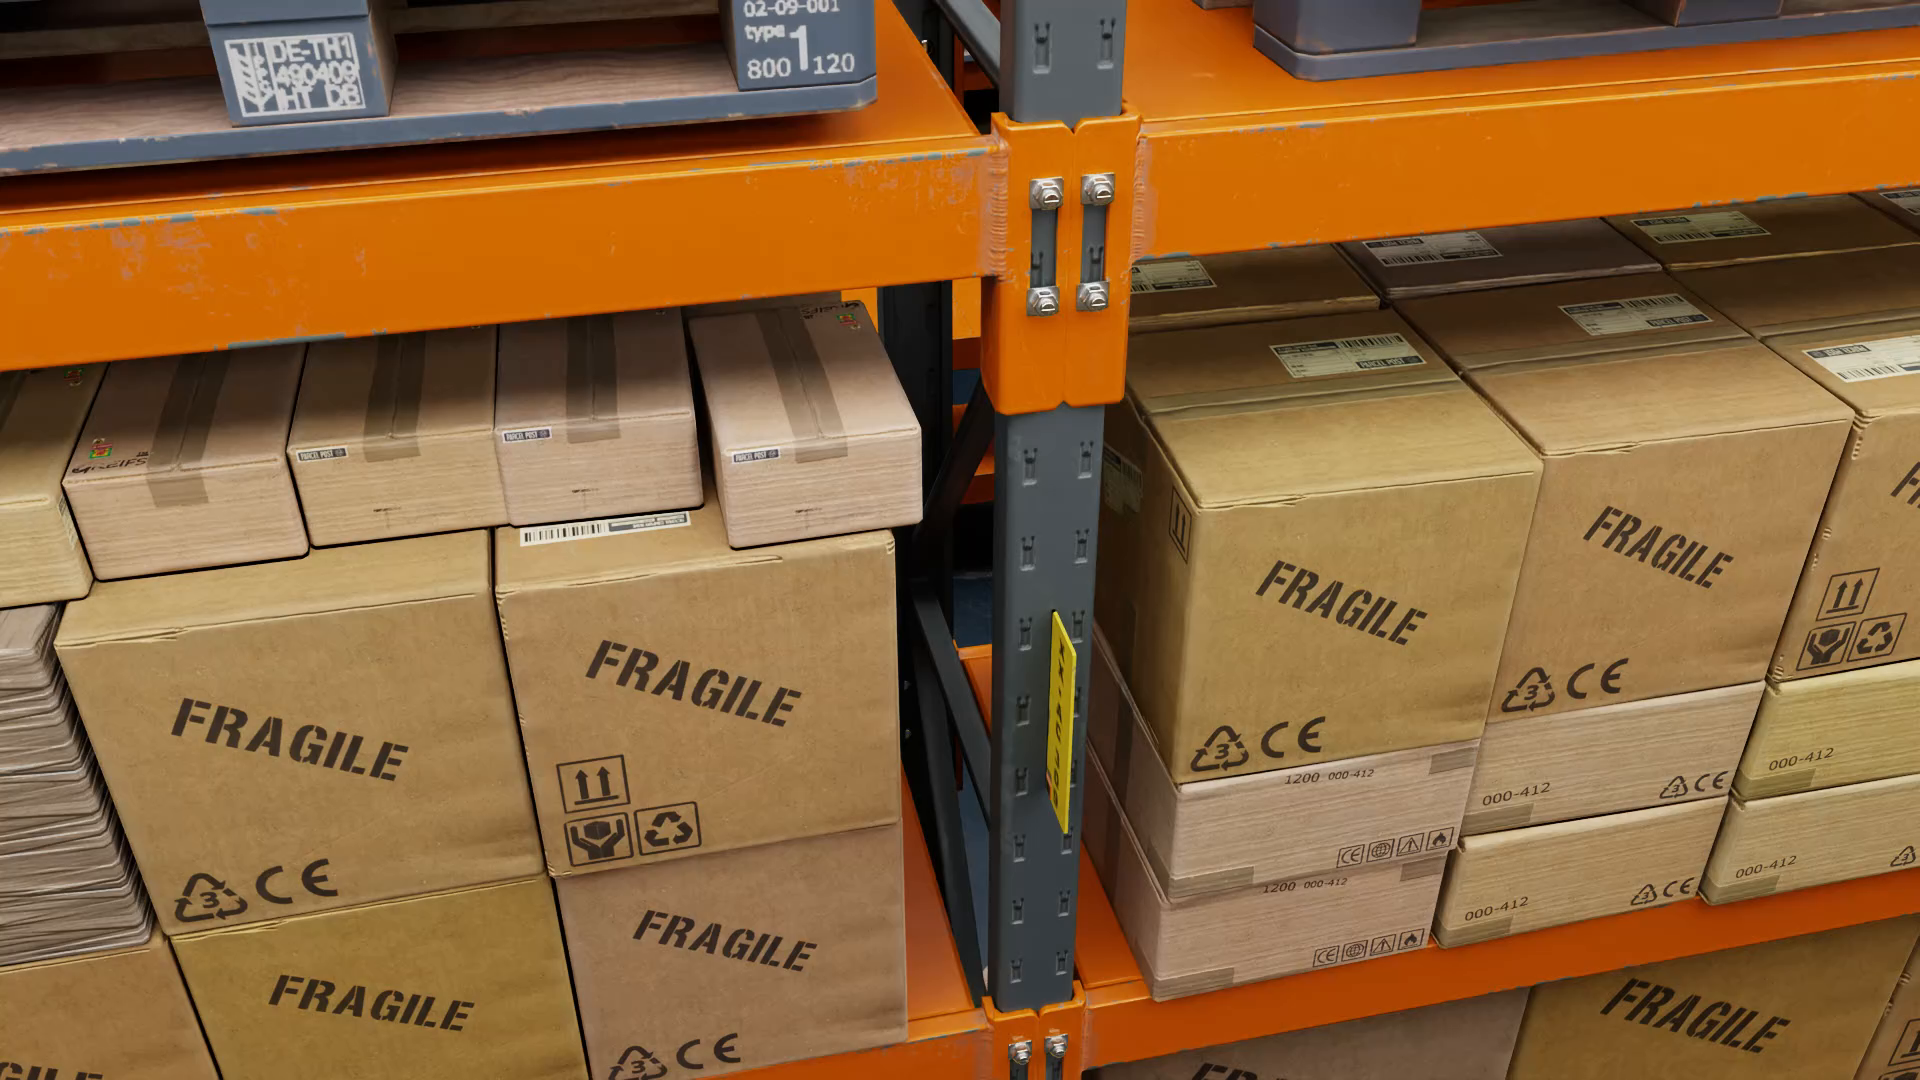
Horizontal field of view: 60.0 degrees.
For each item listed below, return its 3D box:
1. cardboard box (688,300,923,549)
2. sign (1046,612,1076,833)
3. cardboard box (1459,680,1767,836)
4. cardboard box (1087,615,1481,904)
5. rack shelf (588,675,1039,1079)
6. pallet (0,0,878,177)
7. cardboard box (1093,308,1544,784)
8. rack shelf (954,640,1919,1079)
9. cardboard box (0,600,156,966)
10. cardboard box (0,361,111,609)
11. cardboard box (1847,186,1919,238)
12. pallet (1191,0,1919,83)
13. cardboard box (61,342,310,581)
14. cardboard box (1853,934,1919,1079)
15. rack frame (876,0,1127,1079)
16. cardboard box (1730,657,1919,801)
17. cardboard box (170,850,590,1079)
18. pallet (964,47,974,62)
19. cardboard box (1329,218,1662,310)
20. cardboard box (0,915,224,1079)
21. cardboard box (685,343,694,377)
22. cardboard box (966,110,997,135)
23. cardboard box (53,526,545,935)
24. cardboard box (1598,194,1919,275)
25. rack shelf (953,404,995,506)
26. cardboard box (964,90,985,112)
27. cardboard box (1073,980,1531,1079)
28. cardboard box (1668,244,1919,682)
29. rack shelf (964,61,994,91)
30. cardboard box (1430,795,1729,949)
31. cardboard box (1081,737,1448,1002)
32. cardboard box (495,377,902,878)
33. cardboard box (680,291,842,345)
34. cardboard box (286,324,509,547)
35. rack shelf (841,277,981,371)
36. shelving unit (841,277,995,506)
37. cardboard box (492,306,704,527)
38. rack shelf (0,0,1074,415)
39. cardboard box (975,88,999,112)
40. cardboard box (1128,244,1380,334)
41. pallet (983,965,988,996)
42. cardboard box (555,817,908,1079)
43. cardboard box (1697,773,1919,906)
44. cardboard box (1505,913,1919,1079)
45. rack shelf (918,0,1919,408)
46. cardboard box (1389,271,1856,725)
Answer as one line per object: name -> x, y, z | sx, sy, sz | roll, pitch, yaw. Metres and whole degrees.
cardboard box -> -0.214, -0.165, 2.235 | 0.250, 0.149, 0.380 | -8, 35, -12
sign -> 0.140, 0.259, 2.324 | 0.005, 0.325, 0.100 | -7, 35, -11
cardboard box -> 1.010, 0.224, 2.910 | 0.500, 0.250, 0.500 | -7, 34, -10
cardboard box -> 0.508, 0.304, 2.792 | 0.500, 0.250, 0.500 | -8, 35, -12
rack shelf -> -1.934, 0.894, 2.871 | 4.000, 0.370, 1.077 | -7, 35, -11
pallet -> -0.784, -0.764, 2.084 | 1.213, 0.211, 1.003 | -7, 35, -11
cardboard box -> 0.509, -0.005, 2.578 | 0.500, 0.500, 0.500 | -7, 34, -10
rack shelf -> 1.967, 0.403, 3.604 | 4.000, 0.370, 1.077 | -7, 35, -11
cardboard box -> -1.374, 0.227, 2.233 | 0.500, 0.500, 0.500 | -7, 34, -10
cardboard box -> -1.219, -0.075, 2.101 | 0.250, 0.149, 0.380 | -7, 35, -11
cardboard box -> 1.900, -0.489, 3.300 | 0.500, 0.500, 0.500 | -7, 34, -10
pallet -> 0.900, -0.956, 2.462 | 1.217, 0.209, 0.805 | -9, 35, -12
cardboard box -> -0.983, -0.126, 2.176 | 0.250, 0.149, 0.380 | -7, 35, -11
cardboard box -> 2.355, 0.713, 4.025 | 0.875, 0.875, 0.875 | -7, 34, -10
rack frame -> 0.016, 0.350, 3.037 | 0.127, 3.000, 1.000 | -7, 35, -11
cardboard box -> 1.508, 0.177, 2.981 | 0.500, 0.250, 0.500 | -7, 34, -10
cardboard box -> -0.880, 0.570, 2.618 | 0.500, 0.500, 0.500 | -8, 35, -12
pallet -> -0.279, -2.307, 7.168 | 1.213, 0.211, 1.003 | -7, 35, -11
cardboard box -> 0.900, -0.366, 3.116 | 0.500, 0.500, 0.500 | -7, 34, -10
cardboard box -> -1.367, 0.640, 2.514 | 0.500, 0.500, 0.500 | -8, 35, -11
cardboard box -> -0.502, -0.180, 2.839 | 0.500, 0.500, 0.500 | -7, 34, -10
cardboard box -> 0.091, -1.808, 7.536 | 0.250, 0.149, 0.380 | -8, 35, -11
cardboard box -> -0.880, 0.159, 2.334 | 0.500, 0.500, 0.500 | -8, 35, -11
cardboard box -> 1.399, -0.418, 3.193 | 0.500, 0.500, 0.500 | -6, 34, -9
rack shelf -> -0.007, -0.263, 6.072 | 1.000, 0.278, 0.538 | -7, 35, -11
cardboard box -> -0.052, -2.071, 7.928 | 0.250, 0.149, 0.380 | -9, 35, -13
cardboard box -> 0.603, 0.938, 3.690 | 0.875, 0.875, 0.875 | -6, 34, -9
cardboard box -> 1.489, -0.143, 2.784 | 0.500, 0.500, 0.500 | -8, 35, -12
rack shelf -> 0.868, -2.295, 7.623 | 4.000, 0.370, 1.077 | -7, 35, -11
cardboard box -> 1.008, 0.437, 3.041 | 0.500, 0.250, 0.500 | -8, 35, -12
cardboard box -> 0.504, 0.501, 2.945 | 0.500, 0.250, 0.500 | -8, 35, -12
cardboard box -> -0.383, 0.101, 2.420 | 0.500, 0.500, 0.500 | -7, 35, -11
cardboard box -> -0.349, -0.479, 2.702 | 0.250, 0.149, 0.380 | -8, 35, -11
cardboard box -> -0.740, -0.167, 2.237 | 0.250, 0.149, 0.380 | -7, 35, -10
rack shelf -> -0.007, -0.709, 5.772 | 1.000, 0.278, 0.538 | -7, 35, -11
shelving unit -> -0.007, -0.466, 5.935 | 1.048, 1.125, 0.538 | -7, 35, -11
cardboard box -> -0.495, -0.192, 2.275 | 0.250, 0.149, 0.380 | -6, 34, -9
rack shelf -> -1.934, -0.351, 2.035 | 4.000, 0.370, 1.077 | -7, 35, -11
cardboard box -> 0.228, -2.075, 7.935 | 0.250, 0.149, 0.380 | -6, 34, -9
cardboard box -> 0.397, -0.298, 3.016 | 0.500, 0.500, 0.500 | -6, 34, -9
pallet -> 0.752, 1.372, 4.016 | 1.213, 0.211, 1.003 | -7, 35, -11
cardboard box -> -0.380, 0.504, 2.717 | 0.500, 0.500, 0.500 | -7, 34, -10
cardboard box -> 1.511, 0.383, 3.122 | 0.500, 0.250, 0.500 | -7, 35, -11
cardboard box -> 1.483, 0.823, 3.862 | 0.875, 0.875, 0.875 | -6, 34, -9
rack shelf -> 1.967, -0.843, 2.768 | 4.000, 0.370, 1.077 | -7, 35, -11
cardboard box -> 0.999, -0.082, 2.694 | 0.500, 0.500, 0.500 | -7, 35, -11
